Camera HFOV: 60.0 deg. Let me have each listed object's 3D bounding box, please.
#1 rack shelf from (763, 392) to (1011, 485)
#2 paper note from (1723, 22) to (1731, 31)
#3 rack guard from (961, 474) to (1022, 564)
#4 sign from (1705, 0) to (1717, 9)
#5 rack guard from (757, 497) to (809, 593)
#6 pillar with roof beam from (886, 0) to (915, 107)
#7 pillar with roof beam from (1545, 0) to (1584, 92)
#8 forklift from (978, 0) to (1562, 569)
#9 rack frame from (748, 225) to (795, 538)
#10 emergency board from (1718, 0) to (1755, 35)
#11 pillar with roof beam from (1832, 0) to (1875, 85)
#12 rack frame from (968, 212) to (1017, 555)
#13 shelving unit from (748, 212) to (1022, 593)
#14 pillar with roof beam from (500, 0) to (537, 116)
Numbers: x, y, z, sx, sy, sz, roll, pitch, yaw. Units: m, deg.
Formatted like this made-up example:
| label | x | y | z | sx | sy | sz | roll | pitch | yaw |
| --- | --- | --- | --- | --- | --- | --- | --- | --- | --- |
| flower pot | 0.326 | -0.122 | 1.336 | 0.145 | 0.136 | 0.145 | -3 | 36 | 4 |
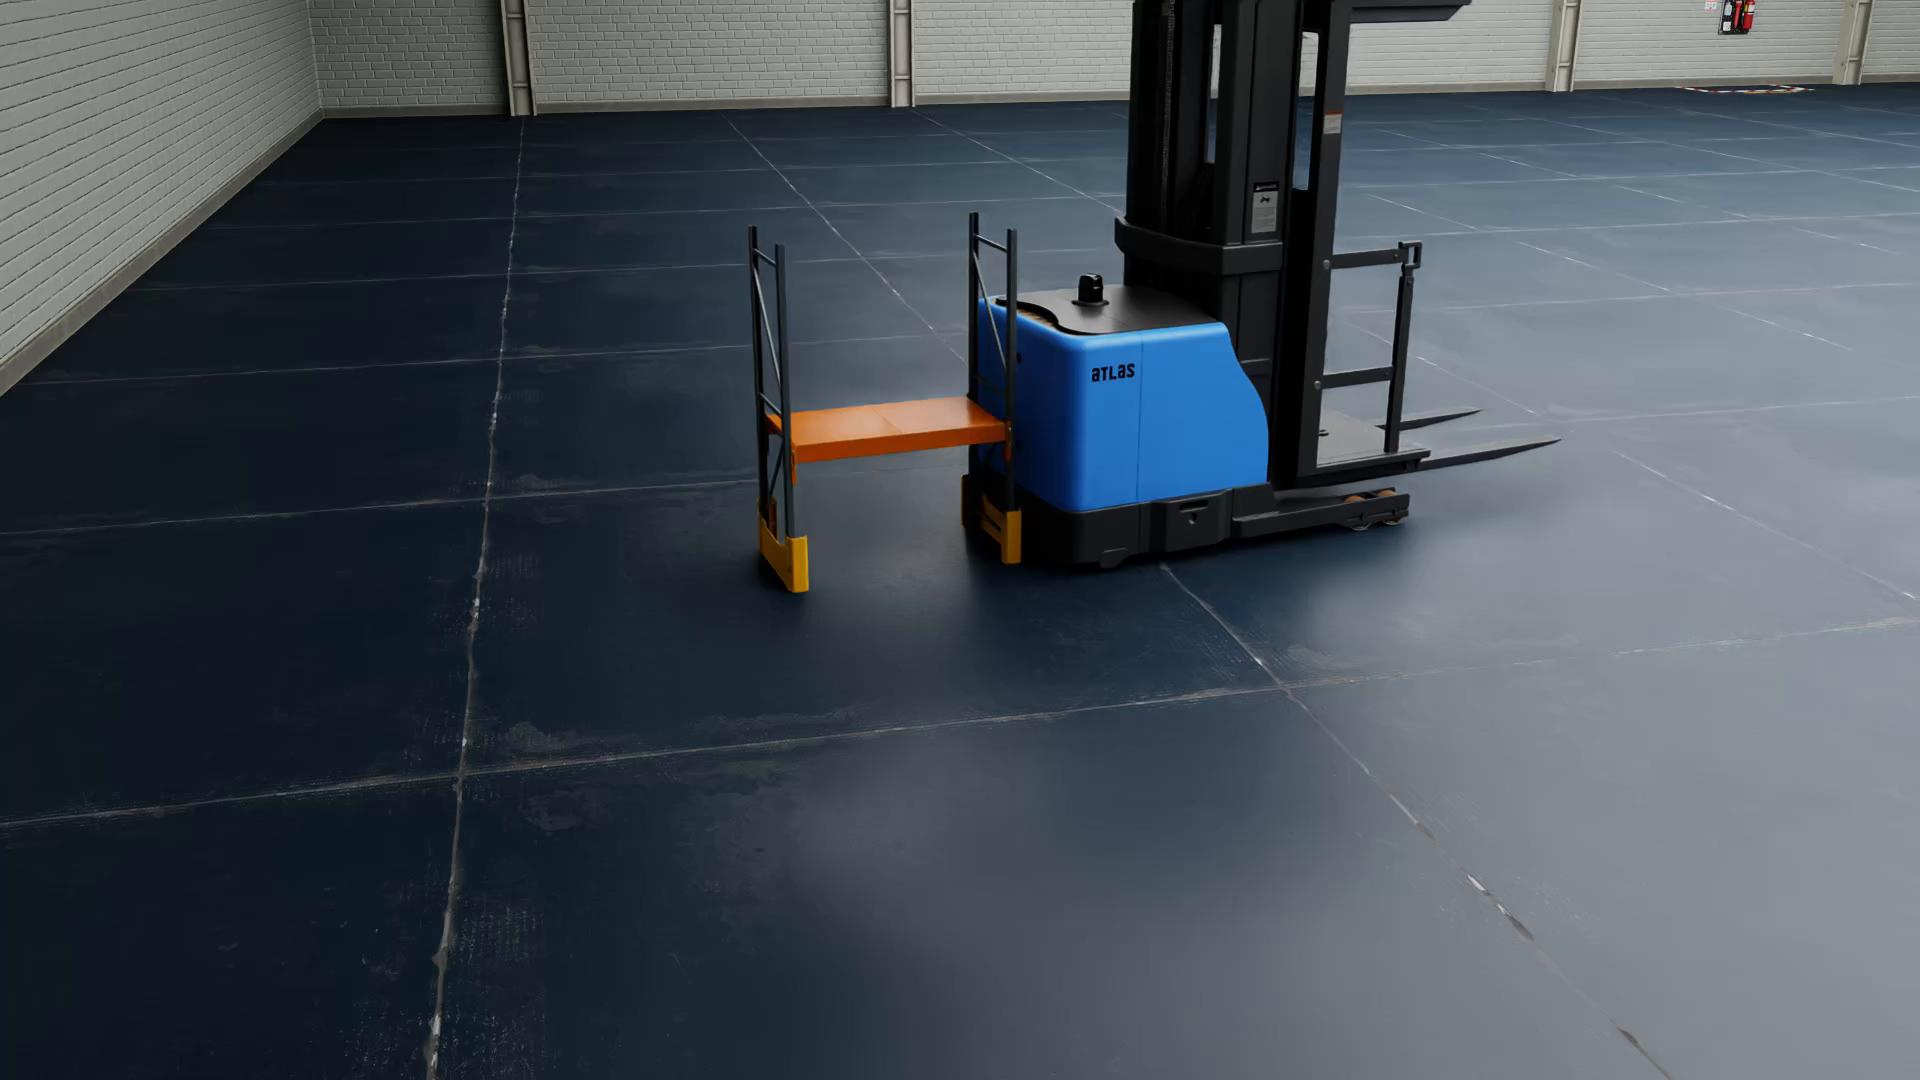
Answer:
| label | x | y | z | sx | sy | sz | roll | pitch | yaw |
| --- | --- | --- | --- | --- | --- | --- | --- | --- | --- |
| rack shelf | -0.334 | -0.461 | 7.416 | 1.000 | 0.185 | 0.538 | -7 | 21 | -19 |
| paper note | 13.959 | -9.350 | 30.258 | 0.142 | 0.148 | 0.016 | -5 | 21 | -12 |
| rack guard | 0.141 | -0.104 | 7.736 | 0.087 | 0.250 | 0.587 | -7 | 21 | -19 |
| sign | 13.585 | -9.762 | 30.050 | 0.234 | 0.329 | 0.001 | -5 | 21 | -12 |
| rack guard | -0.792 | 0.016 | 7.409 | 0.087 | 0.250 | 0.587 | -7 | 21 | -19 |
| pillar with roof beam | 0.034 | -9.888 | 21.726 | 0.400 | 9.000 | 9.100 | -5 | 21 | -12 |
| pillar with roof beam | 11.712 | -10.838 | 24.319 | 0.400 | 9.000 | 9.100 | -5 | 21 | -12 |
| forklift | 1.601 | -1.573 | 7.848 | 3.031 | 2.935 | 1.130 | -9 | 22 | -23 |
| rack frame | -0.810 | -0.569 | 7.187 | 0.032 | 1.500 | 0.500 | -7 | 21 | -19 |
| emergency board | 14.147 | -9.754 | 30.082 | 0.643 | 1.169 | 0.194 | -5 | 21 | -12 |
| pillar with roof beam | 17.551 | -11.313 | 25.615 | 0.400 | 9.000 | 9.100 | -5 | 21 | -12 |
| rack frame | 0.142 | -0.691 | 7.521 | 0.032 | 1.500 | 0.500 | -7 | 21 | -19 |
| shelving unit | -0.325 | -0.631 | 7.357 | 1.083 | 1.500 | 0.587 | -7 | 21 | -19 |
| pillar with roof beam | -5.805 | -9.413 | 20.429 | 0.400 | 9.000 | 9.100 | -5 | 21 | -12 |
